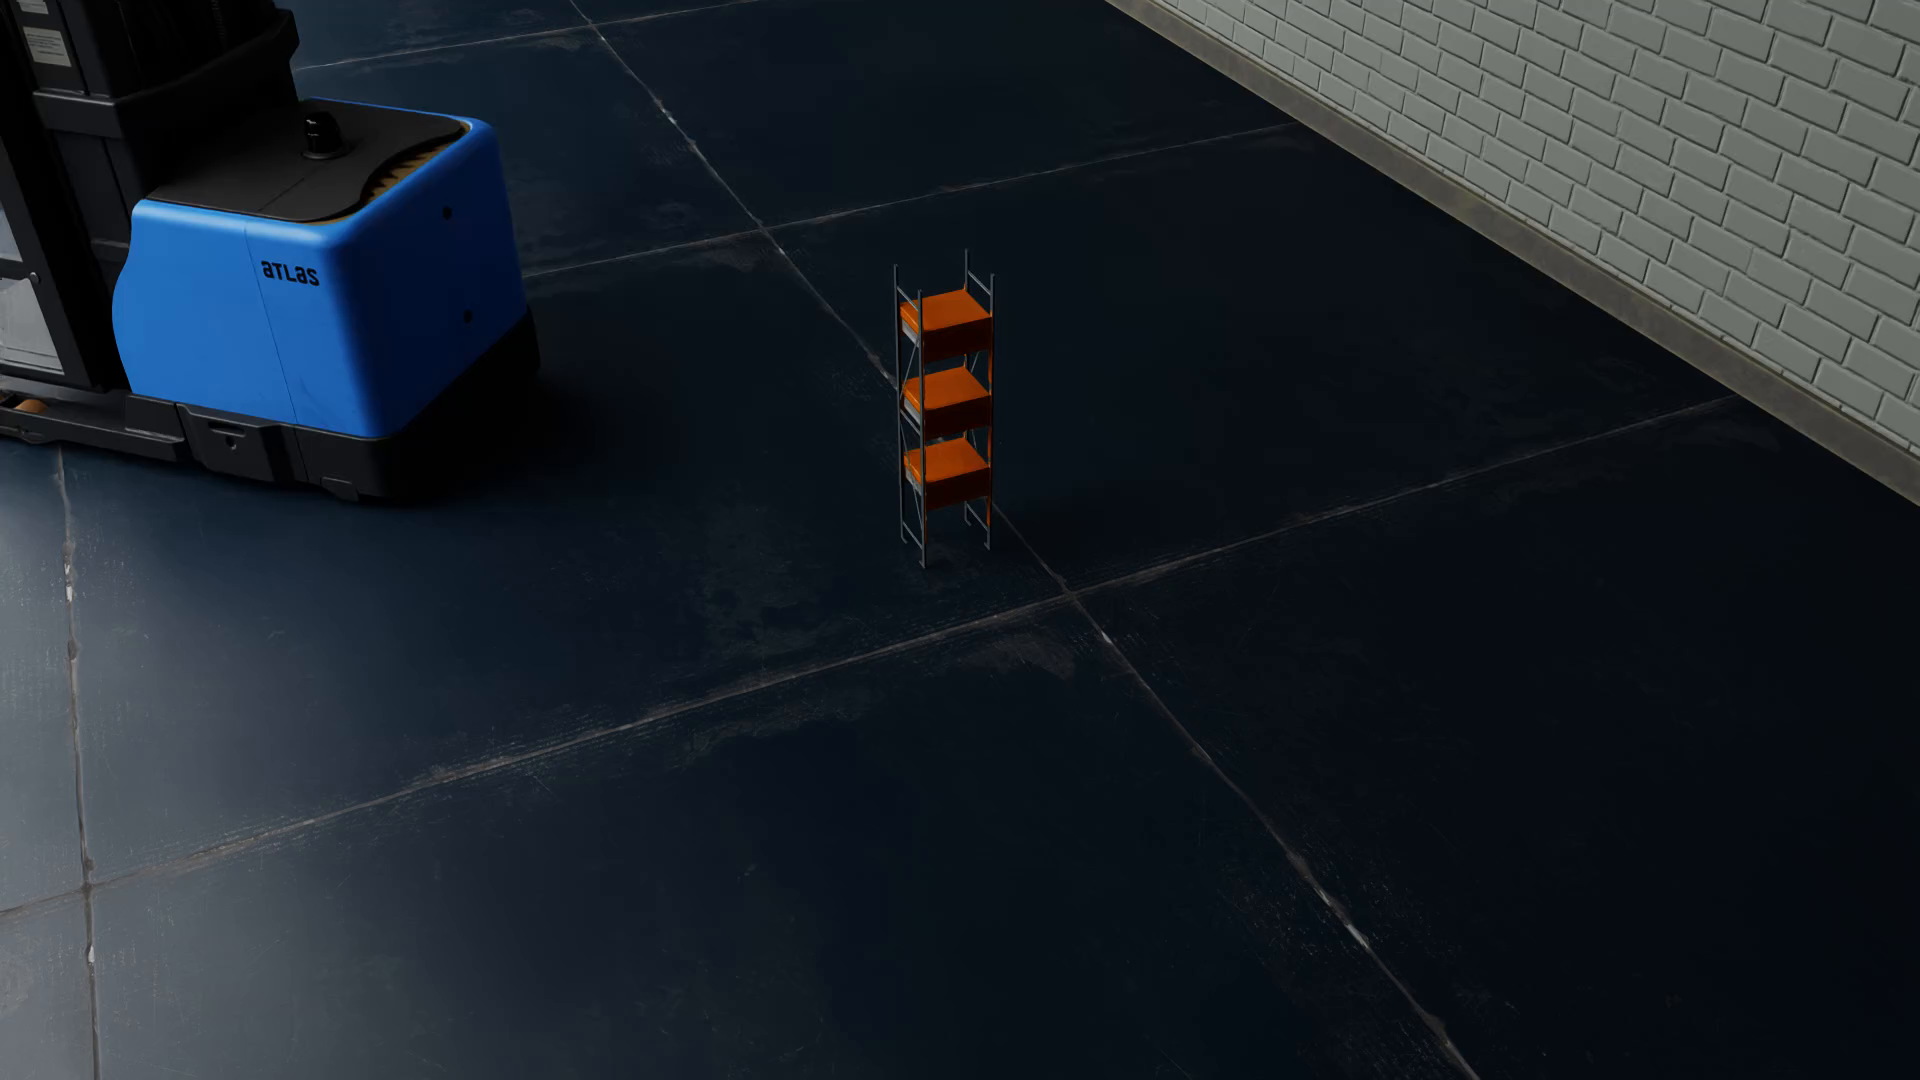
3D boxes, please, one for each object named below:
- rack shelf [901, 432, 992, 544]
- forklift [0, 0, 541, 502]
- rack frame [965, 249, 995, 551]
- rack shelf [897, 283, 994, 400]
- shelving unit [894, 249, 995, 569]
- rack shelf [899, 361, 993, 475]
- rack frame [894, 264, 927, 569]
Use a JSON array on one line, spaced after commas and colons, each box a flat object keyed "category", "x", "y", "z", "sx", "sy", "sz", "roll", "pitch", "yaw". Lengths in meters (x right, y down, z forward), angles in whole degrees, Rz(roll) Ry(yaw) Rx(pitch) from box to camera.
[{"category": "rack shelf", "x": -0.048, "y": -0.176, "z": 5.591, "sx": 0.240, "sy": 0.259, "sz": 0.215, "roll": -16, "pitch": 39, "yaw": -20}, {"category": "forklift", "x": -3.229, "y": -1.823, "z": 5.747, "sx": 3.031, "sy": 2.935, "sz": 1.130, "roll": 11, "pitch": 38, "yaw": 14}, {"category": "rack frame", "x": 0.062, "y": -0.439, "z": 5.461, "sx": 0.008, "sy": 1.050, "sz": 0.200, "roll": -16, "pitch": 39, "yaw": -20}, {"category": "rack shelf", "x": -0.048, "y": -0.628, "z": 5.256, "sx": 0.240, "sy": 0.259, "sz": 0.215, "roll": -16, "pitch": 39, "yaw": -20}, {"category": "shelving unit", "x": -0.048, "y": -0.408, "z": 5.419, "sx": 0.252, "sy": 1.050, "sz": 0.215, "roll": -16, "pitch": 39, "yaw": -20}, {"category": "rack shelf", "x": -0.048, "y": -0.400, "z": 5.425, "sx": 0.240, "sy": 0.259, "sz": 0.215, "roll": -16, "pitch": 39, "yaw": -20}, {"category": "rack frame", "x": -0.159, "y": -0.377, "z": 5.377, "sx": 0.008, "sy": 1.050, "sz": 0.200, "roll": -16, "pitch": 39, "yaw": -20}]
